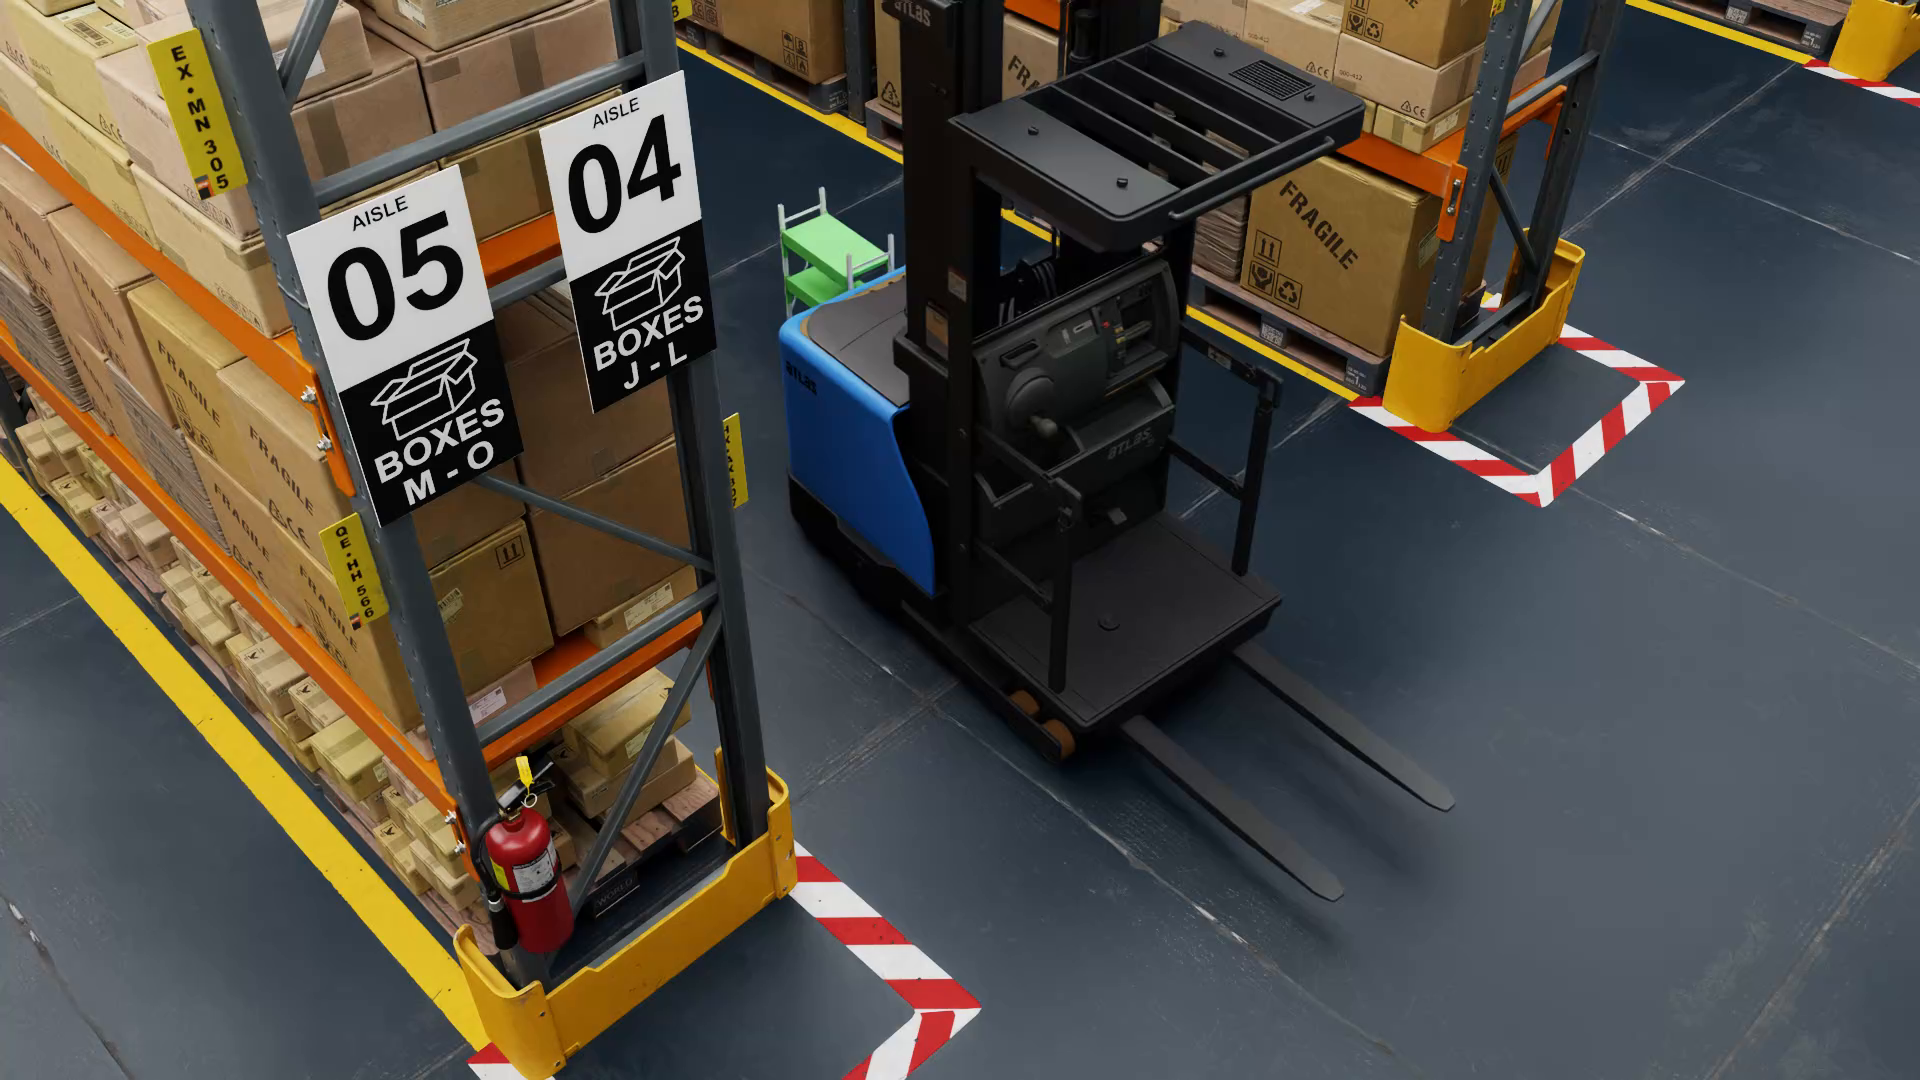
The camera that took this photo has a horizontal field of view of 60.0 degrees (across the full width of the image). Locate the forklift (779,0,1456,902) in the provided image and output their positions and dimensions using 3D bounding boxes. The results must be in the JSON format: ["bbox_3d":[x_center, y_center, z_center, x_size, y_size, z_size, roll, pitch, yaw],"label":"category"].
[{"bbox_3d":[0.572,-0.607,5.865,1.130,2.935,3.031,-29,50,-28],"label":"forklift"}]

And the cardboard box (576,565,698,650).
[{"bbox_3d":[-1.039,0.144,5.187,0.250,0.149,0.380,34,52,31],"label":"cardboard box"}]

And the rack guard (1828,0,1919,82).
[{"bbox_3d":[6.074,-3.415,10.695,1.175,0.500,0.348,-34,53,-31],"label":"rack guard"}]

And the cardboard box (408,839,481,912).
[{"bbox_3d":[-1.617,1.031,5.614,0.250,0.149,0.380,33,52,30],"label":"cardboard box"}]

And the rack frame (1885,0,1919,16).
[{"bbox_3d":[6.048,-4.338,9.852,1.000,3.000,0.127,-34,53,-31],"label":"rack frame"}]

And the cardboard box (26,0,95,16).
[{"bbox_3d":[-2.035,-1.395,3.905,0.380,0.149,0.250,-33,52,-31],"label":"cardboard box"}]

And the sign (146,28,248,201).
[{"bbox_3d":[-1.449,-0.806,3.167,0.100,0.325,0.005,-34,53,-31],"label":"sign"}]

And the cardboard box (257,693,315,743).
[{"bbox_3d":[-2.360,0.539,6.145,0.380,0.149,0.250,-33,52,-31],"label":"cardboard box"}]

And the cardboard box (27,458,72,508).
[{"bbox_3d":[-3.837,-0.336,7.312,0.250,0.149,0.380,32,51,30],"label":"cardboard box"}]

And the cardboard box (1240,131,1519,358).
[{"bbox_3d":[2.032,-1.608,8.153,0.875,0.875,0.875,-34,53,-31],"label":"cardboard box"}]

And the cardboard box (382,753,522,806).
[{"bbox_3d":[-1.732,0.757,5.691,0.380,0.149,0.250,-33,52,-31],"label":"cardboard box"}]

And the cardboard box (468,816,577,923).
[{"bbox_3d":[-1.562,1.104,5.754,0.380,0.149,0.250,-33,52,-31],"label":"cardboard box"}]

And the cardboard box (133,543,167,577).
[{"bbox_3d":[-3.222,-0.016,6.965,0.250,0.149,0.380,33,52,31],"label":"cardboard box"}]

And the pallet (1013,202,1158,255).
[{"bbox_3d":[1.064,-1.873,9.239,1.003,0.211,1.213,-34,53,-31],"label":"pallet"}]

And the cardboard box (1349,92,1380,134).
[{"bbox_3d":[1.872,-2.010,7.517,0.380,0.149,0.250,-34,52,-31],"label":"cardboard box"}]

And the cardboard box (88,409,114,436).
[{"bbox_3d":[-2.934,-0.563,5.952,0.380,0.149,0.250,-32,51,-30],"label":"cardboard box"}]

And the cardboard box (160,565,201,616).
[{"bbox_3d":[-2.898,0.158,6.558,0.250,0.149,0.380,34,52,31],"label":"cardboard box"}]

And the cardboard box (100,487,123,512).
[{"bbox_3d":[-3.398,-0.268,7.020,0.250,0.149,0.380,34,52,31],"label":"cardboard box"}]

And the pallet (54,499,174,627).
[{"bbox_3d":[-3.368,-0.228,7.459,1.003,0.211,1.213,-34,53,-31],"label":"pallet"}]

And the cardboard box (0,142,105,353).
[{"bbox_3d":[-2.649,-0.991,5.200,0.500,0.500,0.500,32,52,30],"label":"cardboard box"}]

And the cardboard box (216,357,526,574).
[{"bbox_3d":[-1.541,-0.250,4.398,0.500,0.500,0.500,33,52,31],"label":"cardboard box"}]

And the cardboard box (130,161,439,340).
[{"bbox_3d":[-1.551,-0.774,3.895,0.500,0.250,0.500,33,52,31],"label":"cardboard box"}]

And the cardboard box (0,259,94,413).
[{"bbox_3d":[-3.011,-0.852,5.786,0.500,0.500,0.500,33,52,31],"label":"cardboard box"}]

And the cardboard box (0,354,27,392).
[{"bbox_3d":[-4.568,-1.029,7.803,0.500,0.500,0.500,33,52,31],"label":"cardboard box"}]

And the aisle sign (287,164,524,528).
[{"bbox_3d":[-1.203,-0.412,3.687,0.394,0.787,0.004,-34,53,-31],"label":"aisle sign"}]

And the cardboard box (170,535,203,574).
[{"bbox_3d":[-2.831,0.007,6.502,0.250,0.149,0.380,32,51,30],"label":"cardboard box"}]

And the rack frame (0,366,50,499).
[{"bbox_3d":[-3.867,-1.558,6.843,1.000,3.000,0.127,-34,53,-31],"label":"rack frame"}]

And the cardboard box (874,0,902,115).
[{"bbox_3d":[0.126,-2.905,9.557,0.875,0.875,0.875,-34,53,-31],"label":"cardboard box"}]

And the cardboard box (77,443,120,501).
[{"bbox_3d":[-3.404,-0.360,6.900,0.250,0.149,0.380,33,52,31],"label":"cardboard box"}]

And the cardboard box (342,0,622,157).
[{"bbox_3d":[-1.175,-1.206,3.995,0.500,0.250,0.500,-33,52,-31],"label":"cardboard box"}]

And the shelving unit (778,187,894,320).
[{"bbox_3d":[-0.532,-0.919,7.478,0.258,1.200,0.503,-29,50,-28],"label":"shelving unit"}]

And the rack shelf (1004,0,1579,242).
[{"bbox_3d":[1.129,-2.661,8.567,1.077,0.370,4.000,-34,53,-31],"label":"rack shelf"}]

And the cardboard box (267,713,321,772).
[{"bbox_3d":[-2.349,0.656,6.239,0.250,0.149,0.380,32,51,30],"label":"cardboard box"}]

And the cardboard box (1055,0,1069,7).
[{"bbox_3d":[0.605,-2.870,8.448,0.380,0.149,0.250,-33,52,-31],"label":"cardboard box"}]

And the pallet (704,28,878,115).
[{"bbox_3d":[-0.882,-3.197,10.672,1.003,0.211,1.213,-34,53,-31],"label":"pallet"}]

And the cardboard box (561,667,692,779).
[{"bbox_3d":[-1.172,0.624,5.835,0.250,0.149,0.380,32,51,30],"label":"cardboard box"}]

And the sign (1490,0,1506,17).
[{"bbox_3d":[2.147,-2.223,6.536,0.100,0.325,0.005,-34,53,-31],"label":"sign"}]

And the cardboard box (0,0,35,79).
[{"bbox_3d":[-2.269,-1.458,4.267,0.500,0.250,0.500,-33,52,-31],"label":"cardboard box"}]

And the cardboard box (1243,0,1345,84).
[{"bbox_3d":[1.653,-2.368,7.612,0.500,0.250,0.500,33,52,31],"label":"cardboard box"}]

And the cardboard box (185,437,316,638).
[{"bbox_3d":[-1.902,-0.124,4.999,0.500,0.500,0.500,33,52,31],"label":"cardboard box"}]

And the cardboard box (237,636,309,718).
[{"bbox_3d":[-2.372,0.437,6.038,0.380,0.149,0.250,-32,52,-30],"label":"cardboard box"}]

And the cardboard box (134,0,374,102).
[{"bbox_3d":[-1.485,-1.031,3.511,0.250,0.149,0.380,34,52,31],"label":"cardboard box"}]

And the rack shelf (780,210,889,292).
[{"bbox_3d":[-0.532,-1.225,7.196,0.258,0.148,0.480,-29,50,-28],"label":"rack shelf"}]
